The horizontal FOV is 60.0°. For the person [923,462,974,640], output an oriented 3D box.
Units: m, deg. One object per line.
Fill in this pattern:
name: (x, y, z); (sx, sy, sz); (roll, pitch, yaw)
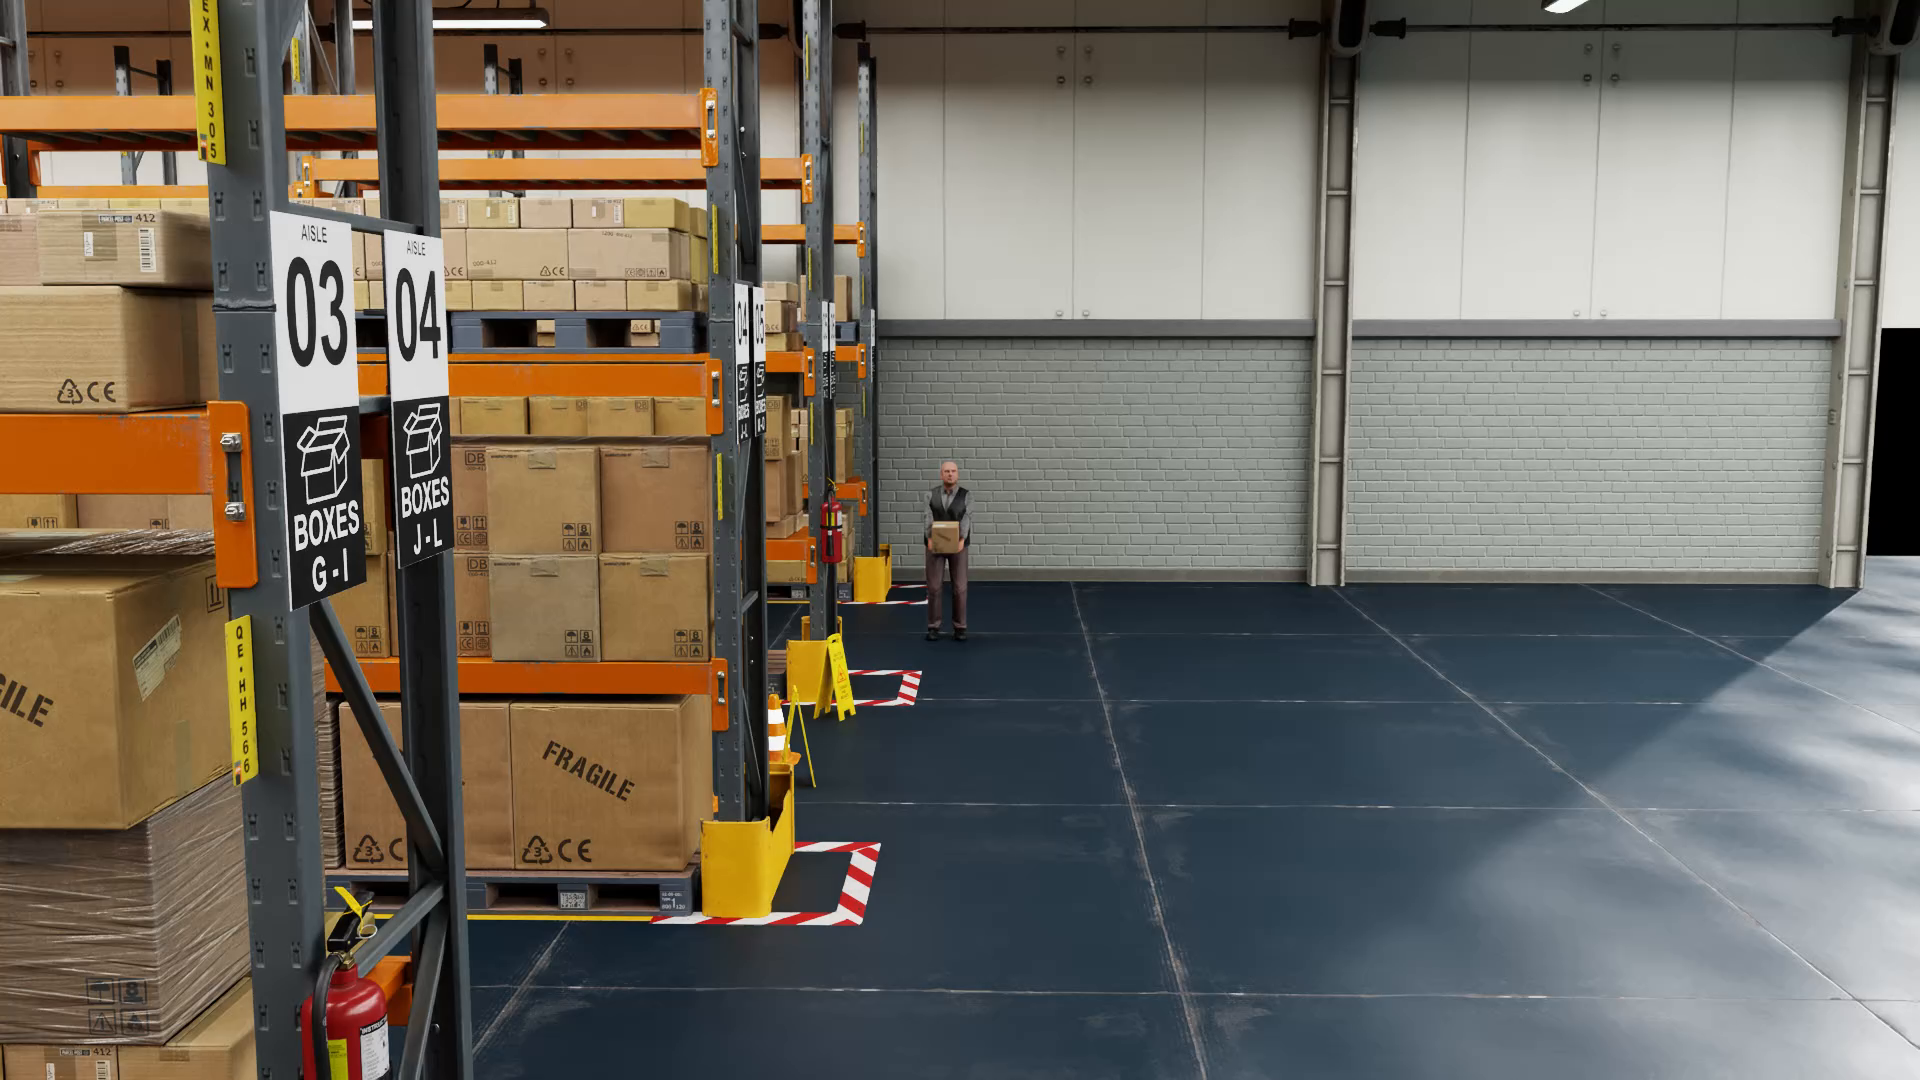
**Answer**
person: (-0.111, 0.114, 15.996); (0.494, 1.711, 0.551); (0, 7, 2)
